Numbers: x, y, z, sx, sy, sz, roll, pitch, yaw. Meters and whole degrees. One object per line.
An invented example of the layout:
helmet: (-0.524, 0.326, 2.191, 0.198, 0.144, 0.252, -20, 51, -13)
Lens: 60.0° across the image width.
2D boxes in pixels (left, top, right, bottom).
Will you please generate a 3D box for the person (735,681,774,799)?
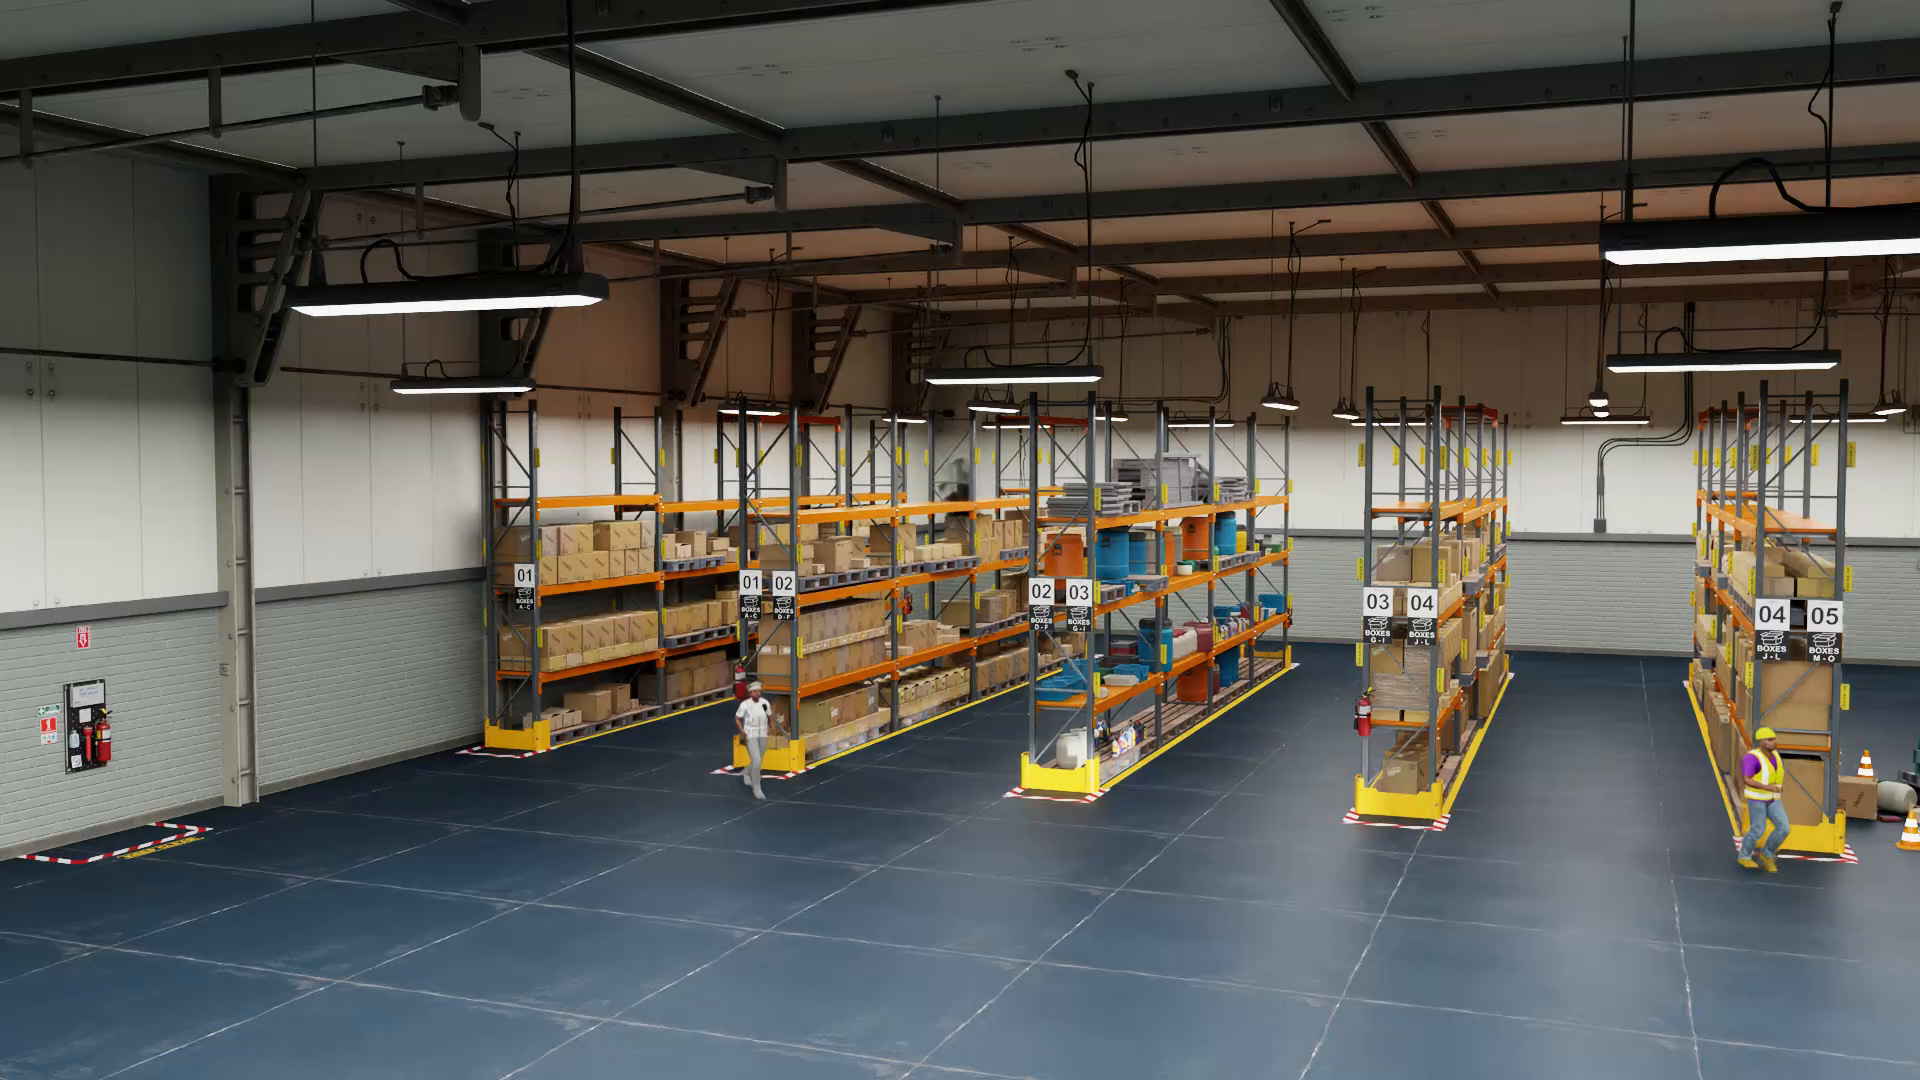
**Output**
person: (-3.057, 2.941, 24.744, 0.577, 1.725, 0.773, -2, 3, -31)

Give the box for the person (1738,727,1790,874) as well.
person: (9.722, 3.145, 20.034, 0.720, 1.786, 0.701, -1, 3, -20)
